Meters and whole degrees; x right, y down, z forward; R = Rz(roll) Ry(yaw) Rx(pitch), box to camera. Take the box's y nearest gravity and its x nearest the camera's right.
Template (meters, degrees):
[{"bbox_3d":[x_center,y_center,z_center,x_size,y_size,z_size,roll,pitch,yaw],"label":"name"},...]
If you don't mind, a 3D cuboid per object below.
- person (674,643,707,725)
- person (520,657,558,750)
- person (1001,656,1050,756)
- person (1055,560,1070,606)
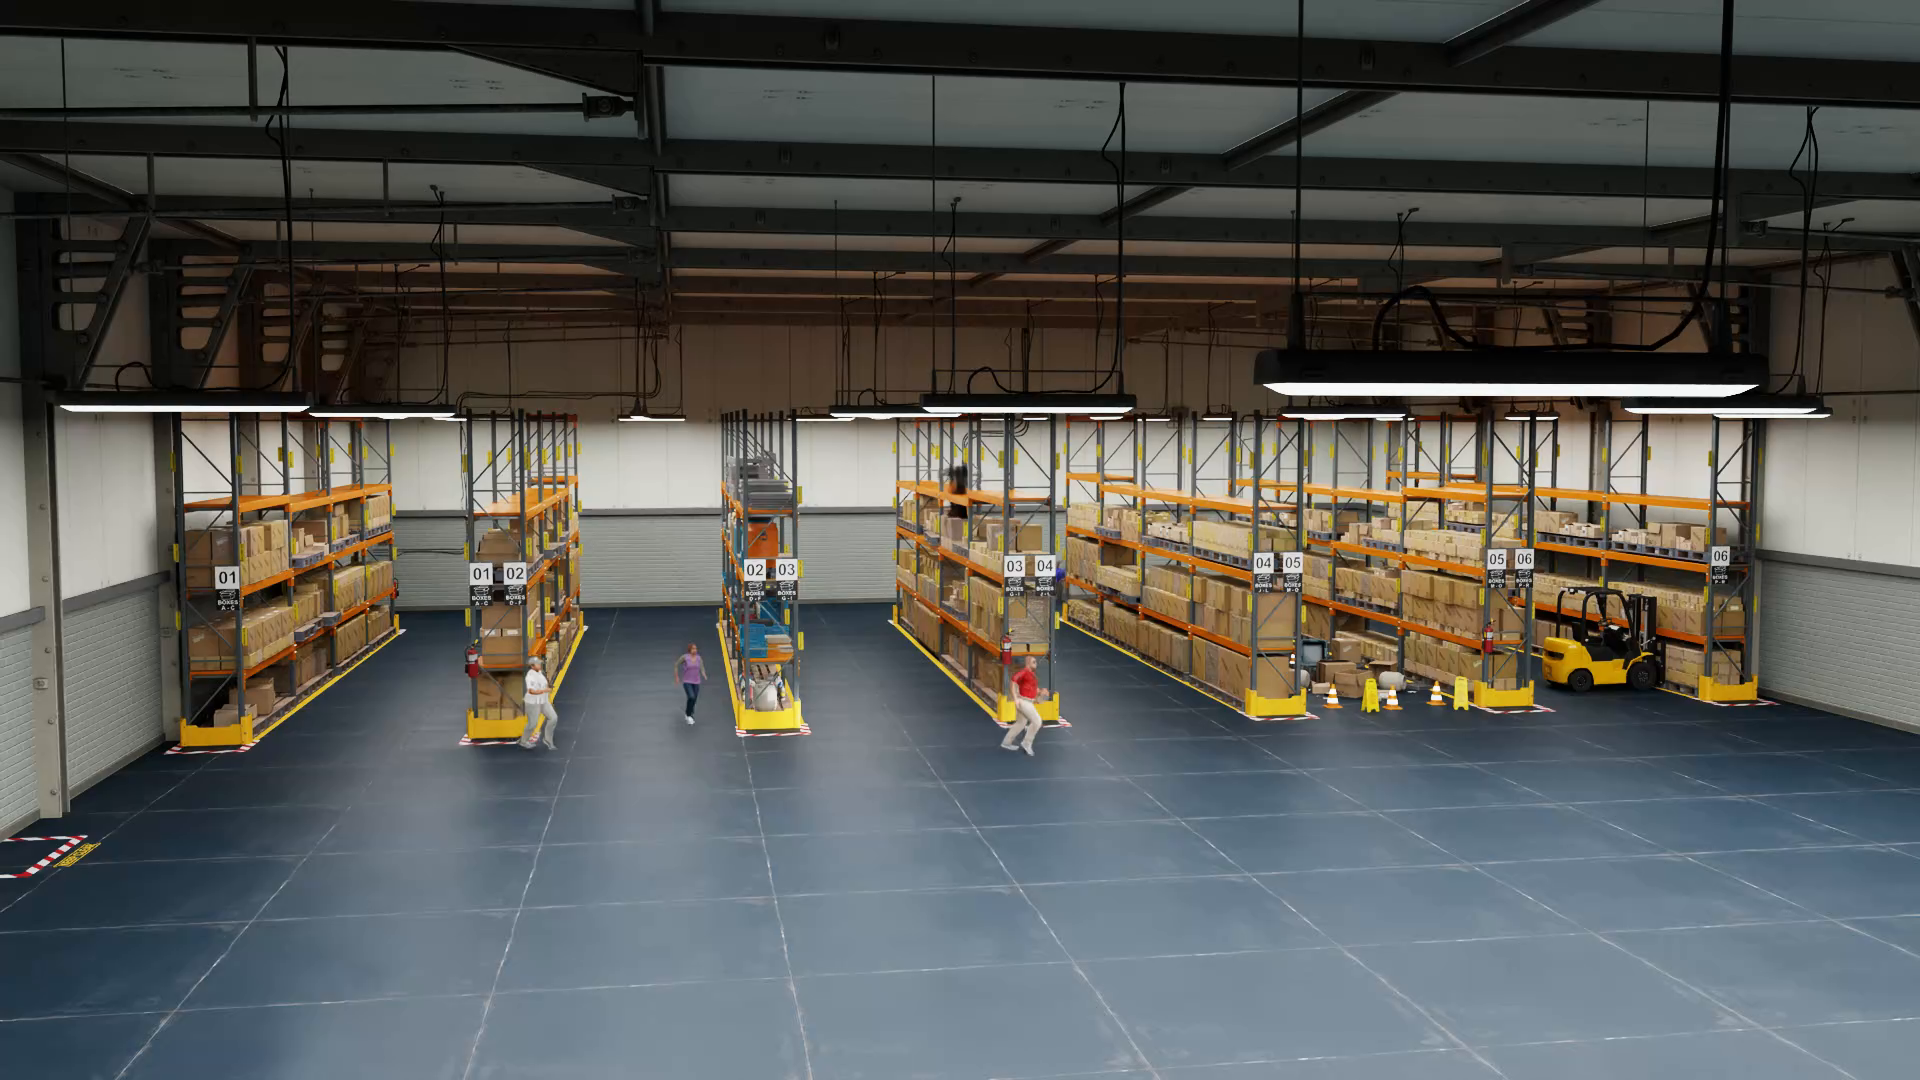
[{"bbox_3d":[-5.104,2.739,31.601,0.529,1.555,0.753,-3,5,-33],"label":"person"},{"bbox_3d":[-7.432,2.883,29.060,0.674,1.704,0.582,1,4,20],"label":"person"},{"bbox_3d":[1.121,2.844,28.852,0.857,1.681,0.602,1,4,12],"label":"person"},{"bbox_3d":[2.907,1.437,49.739,0.890,1.664,0.593,-4,5,-43],"label":"person"}]
